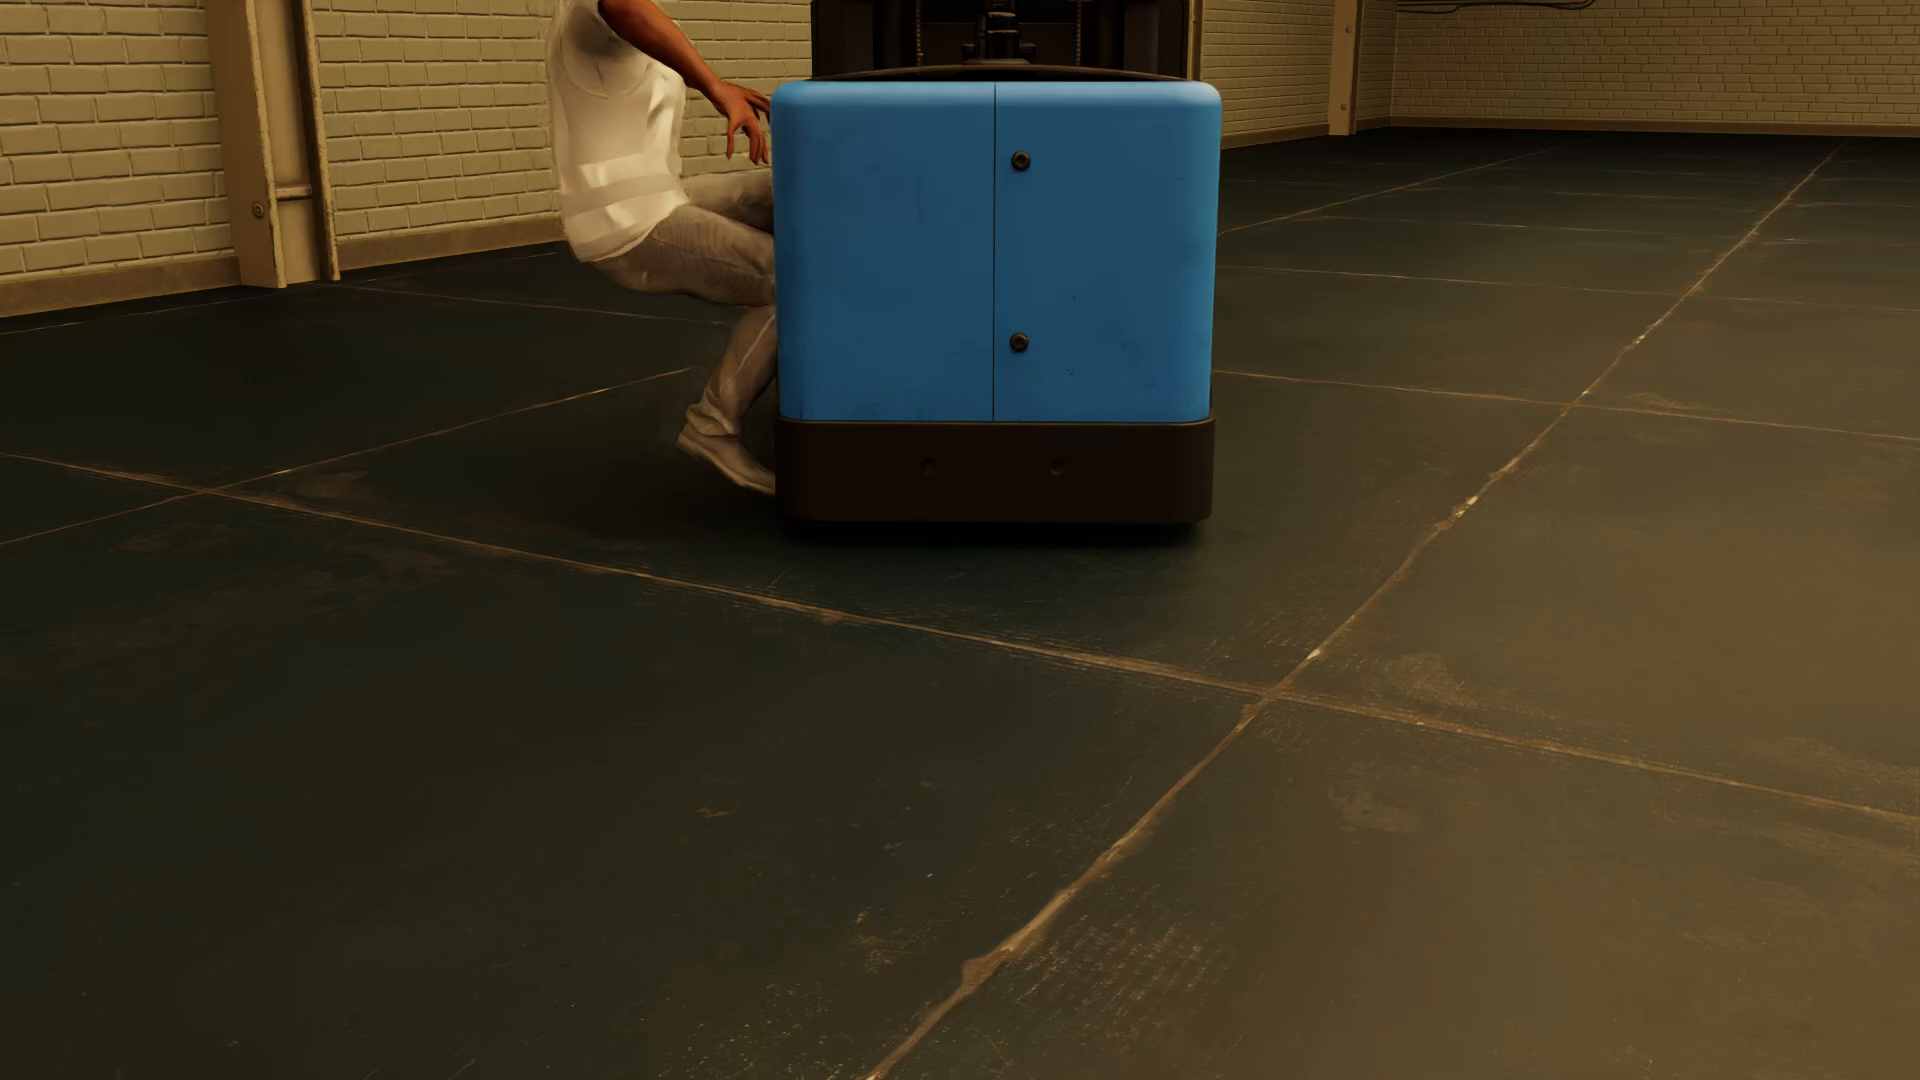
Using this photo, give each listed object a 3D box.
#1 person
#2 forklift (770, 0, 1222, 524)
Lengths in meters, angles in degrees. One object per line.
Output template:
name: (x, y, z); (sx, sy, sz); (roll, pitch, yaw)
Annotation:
person: (-0.578, -0.876, 4.140); (0.842, 1.500, 1.186); (-3, 17, -11)
forklift: (0.121, -1.805, 4.980); (1.130, 2.935, 3.031); (0, 16, 2)
